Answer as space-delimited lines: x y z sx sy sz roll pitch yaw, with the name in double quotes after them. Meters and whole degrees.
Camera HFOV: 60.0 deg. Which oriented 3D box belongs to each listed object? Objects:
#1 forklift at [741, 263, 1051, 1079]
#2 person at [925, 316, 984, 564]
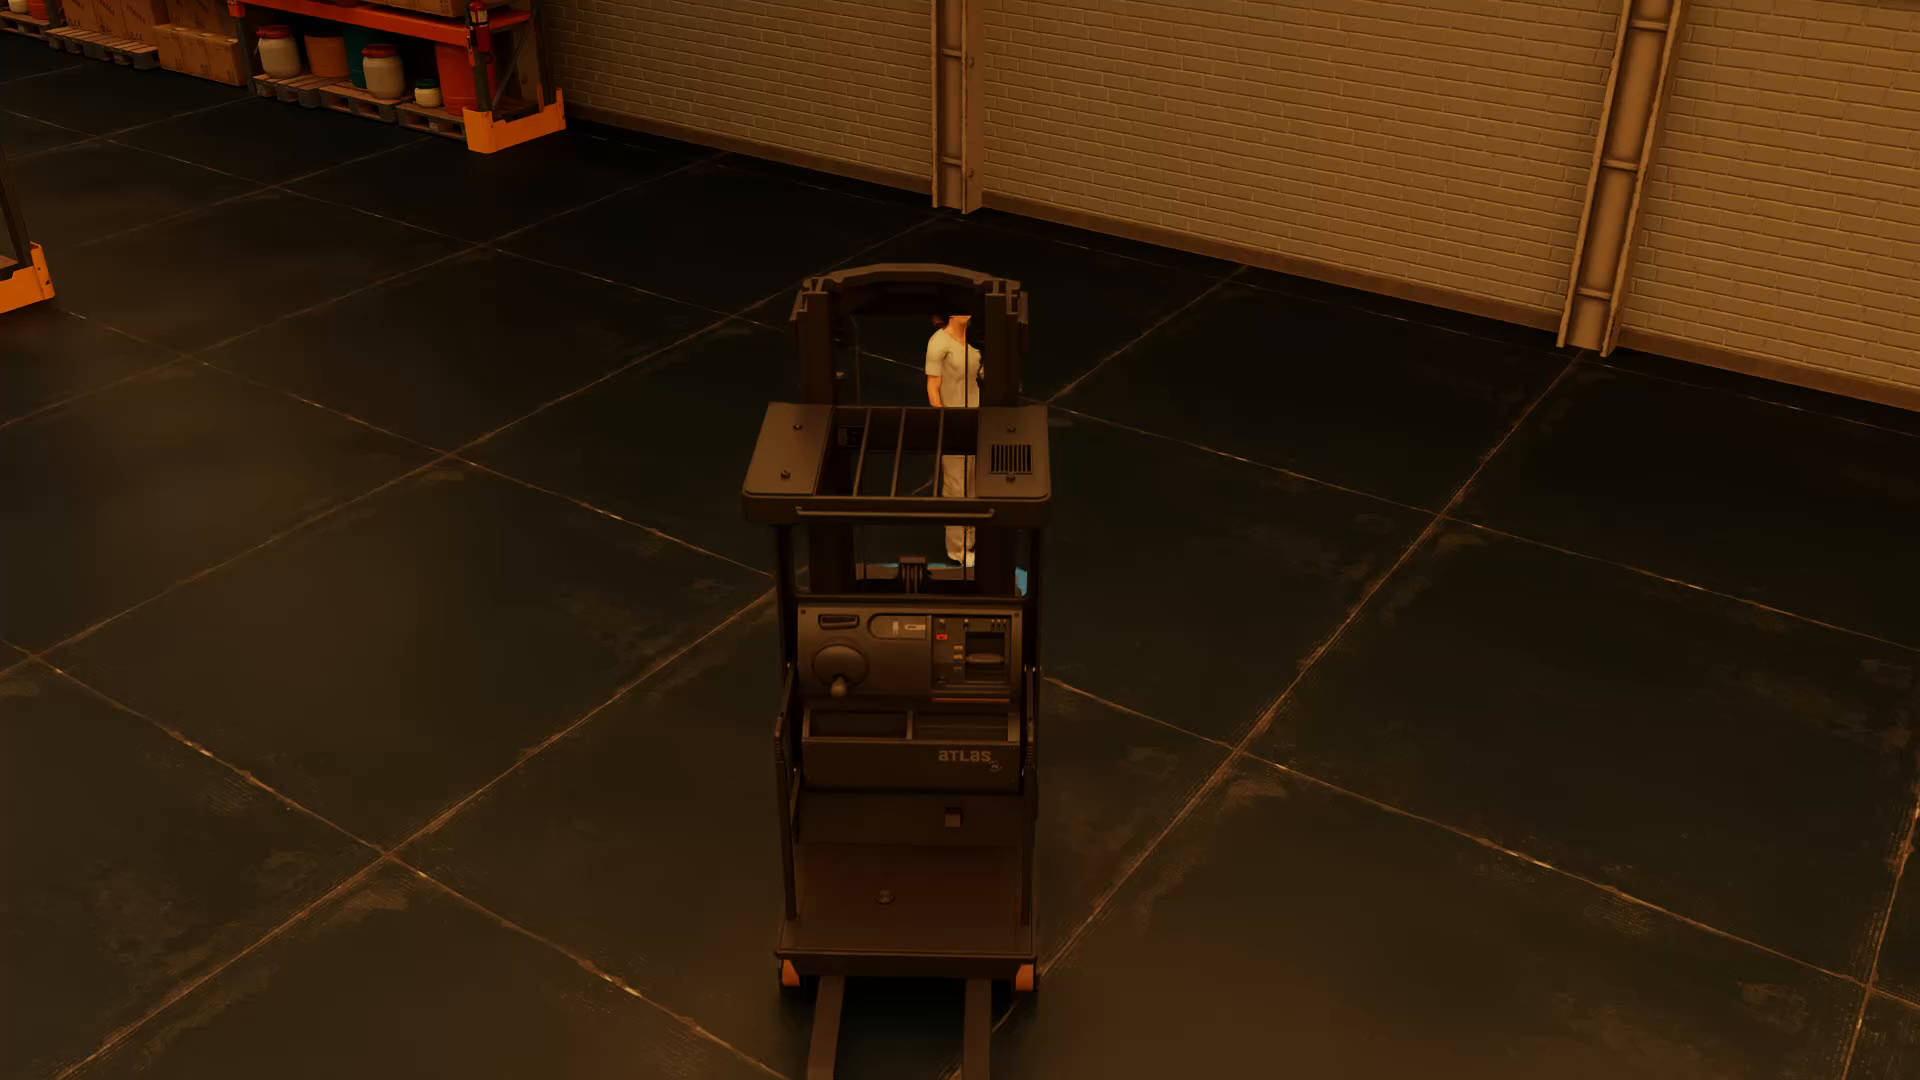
-0.212 0.512 6.700 1.130 2.935 3.031 1 30 1 "forklift"
0.053 -0.705 10.030 0.549 1.675 0.549 19 35 29 "person"
